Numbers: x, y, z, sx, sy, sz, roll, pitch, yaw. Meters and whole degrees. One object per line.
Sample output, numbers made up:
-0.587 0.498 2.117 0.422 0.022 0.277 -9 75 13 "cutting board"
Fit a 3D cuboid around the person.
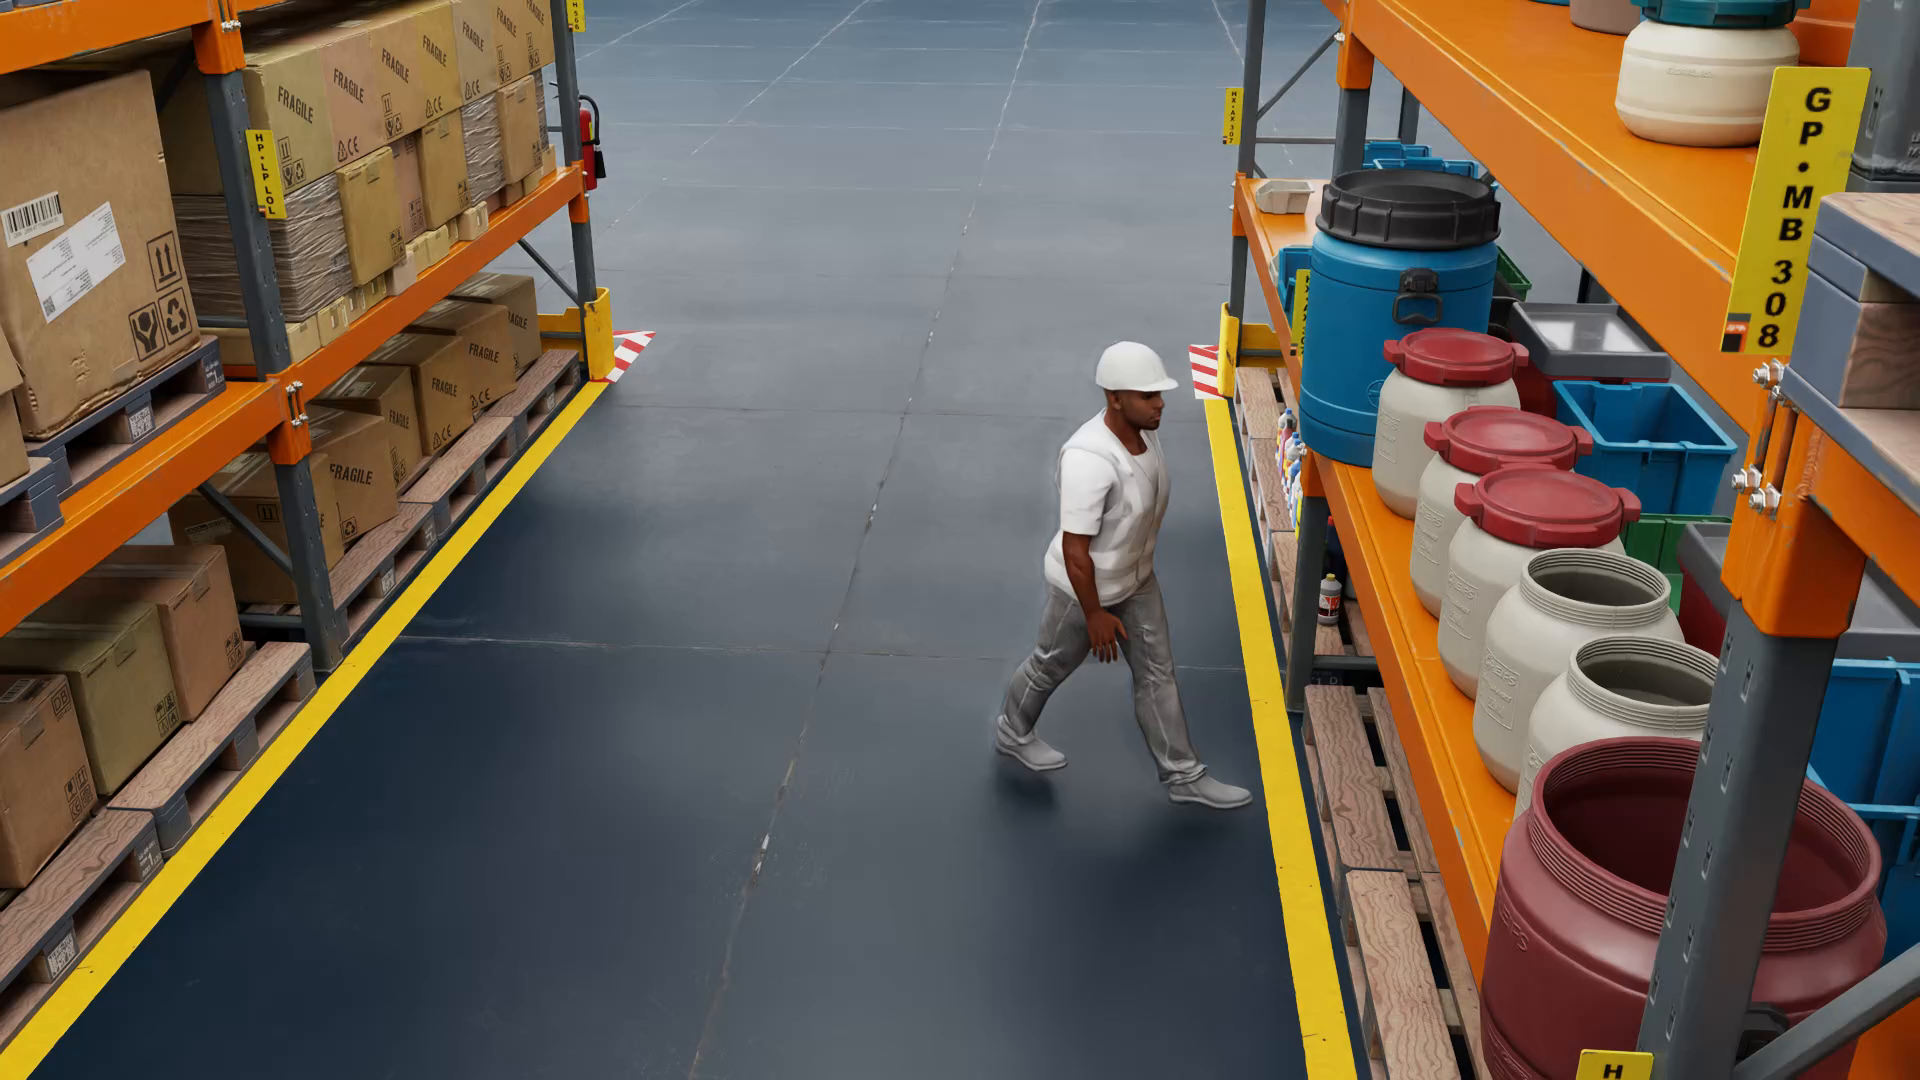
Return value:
0.546 0.137 5.759 1.002 1.702 0.601 18 30 34 "person"
